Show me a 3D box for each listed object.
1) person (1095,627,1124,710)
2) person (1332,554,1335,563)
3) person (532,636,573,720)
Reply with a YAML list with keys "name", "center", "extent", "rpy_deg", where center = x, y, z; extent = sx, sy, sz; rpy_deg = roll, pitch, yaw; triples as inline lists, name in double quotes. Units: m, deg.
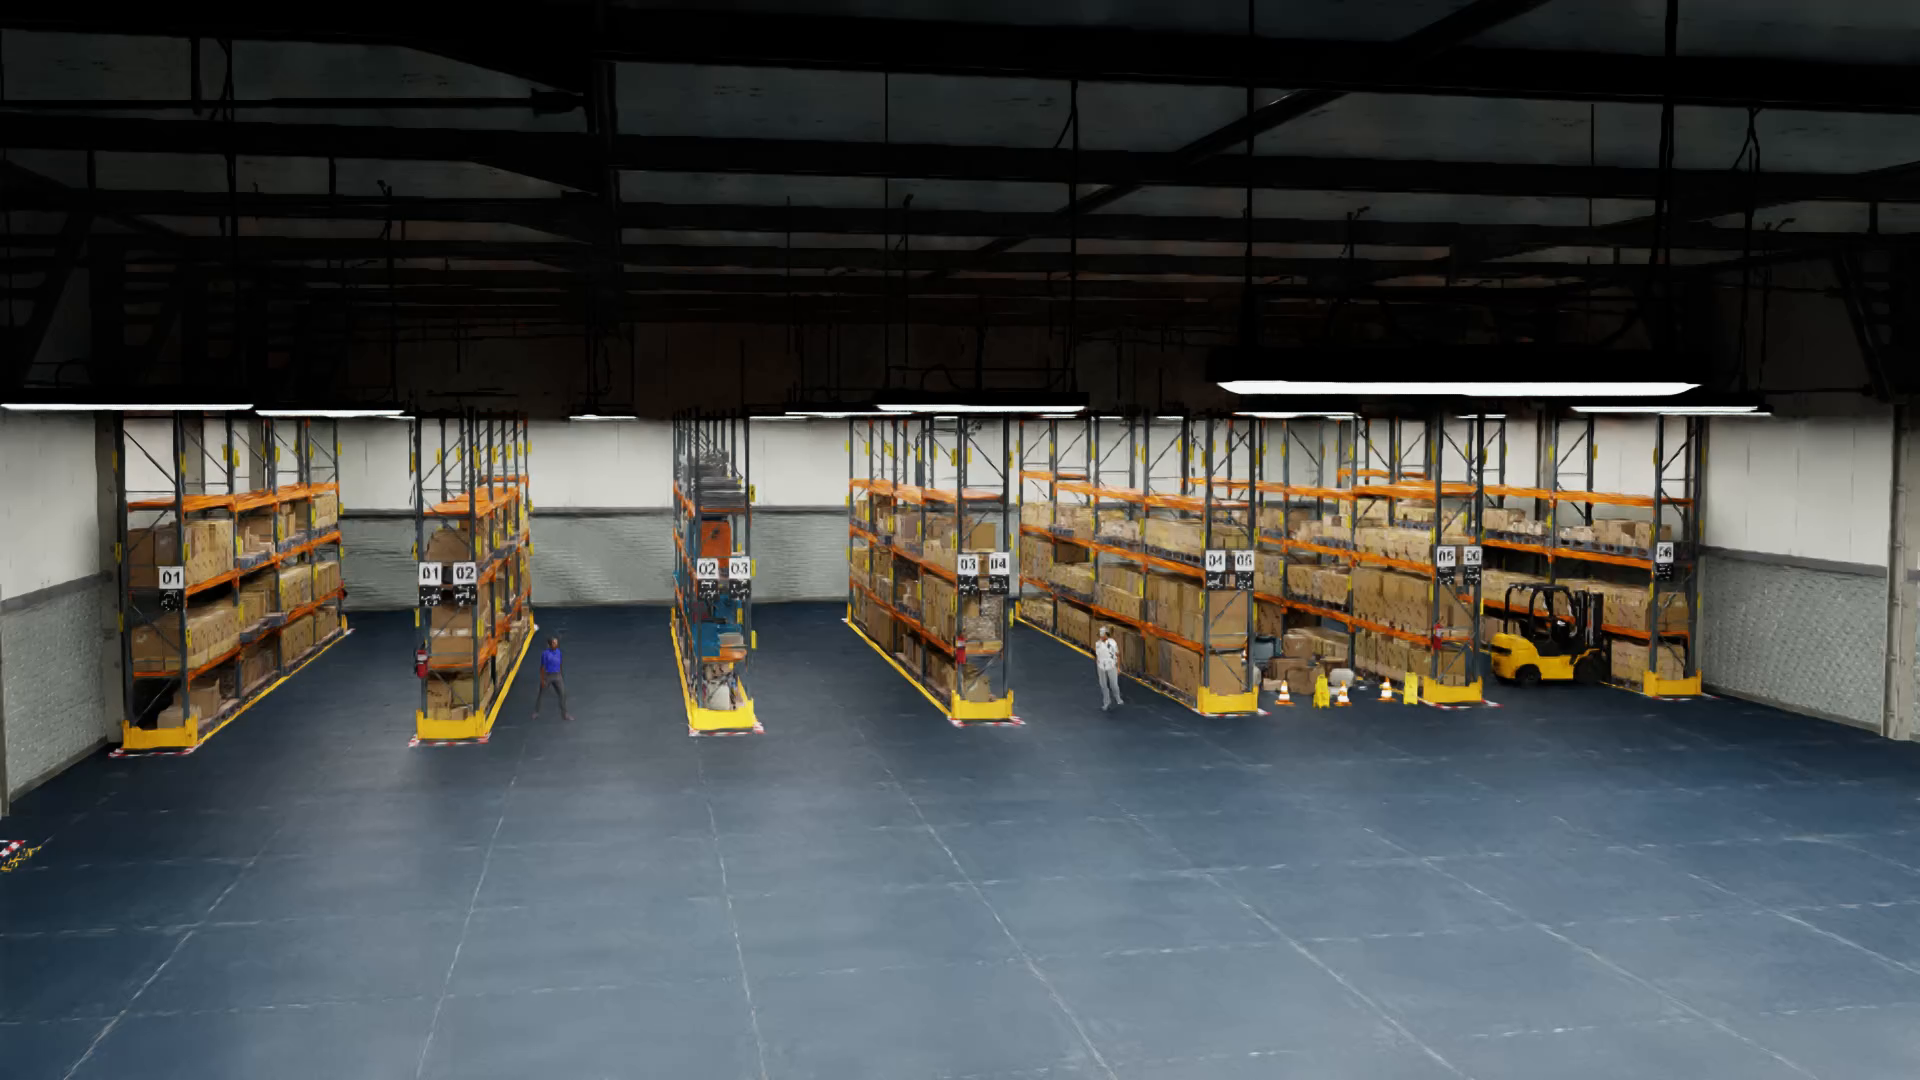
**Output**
- name: "person"
  center: [2.970, 2.545, 33.143]
  extent: [0.558, 1.656, 0.566]
  rpy_deg: [2, 5, 27]
- name: "person"
  center: [11.905, 1.155, 52.257]
  extent: [0.703, 1.707, 0.550]
  rpy_deg: [-3, 5, -38]
- name: "person"
  center: [-7.856, 2.639, 31.901]
  extent: [0.557, 1.619, 0.914]
  rpy_deg: [-3, 5, -38]
